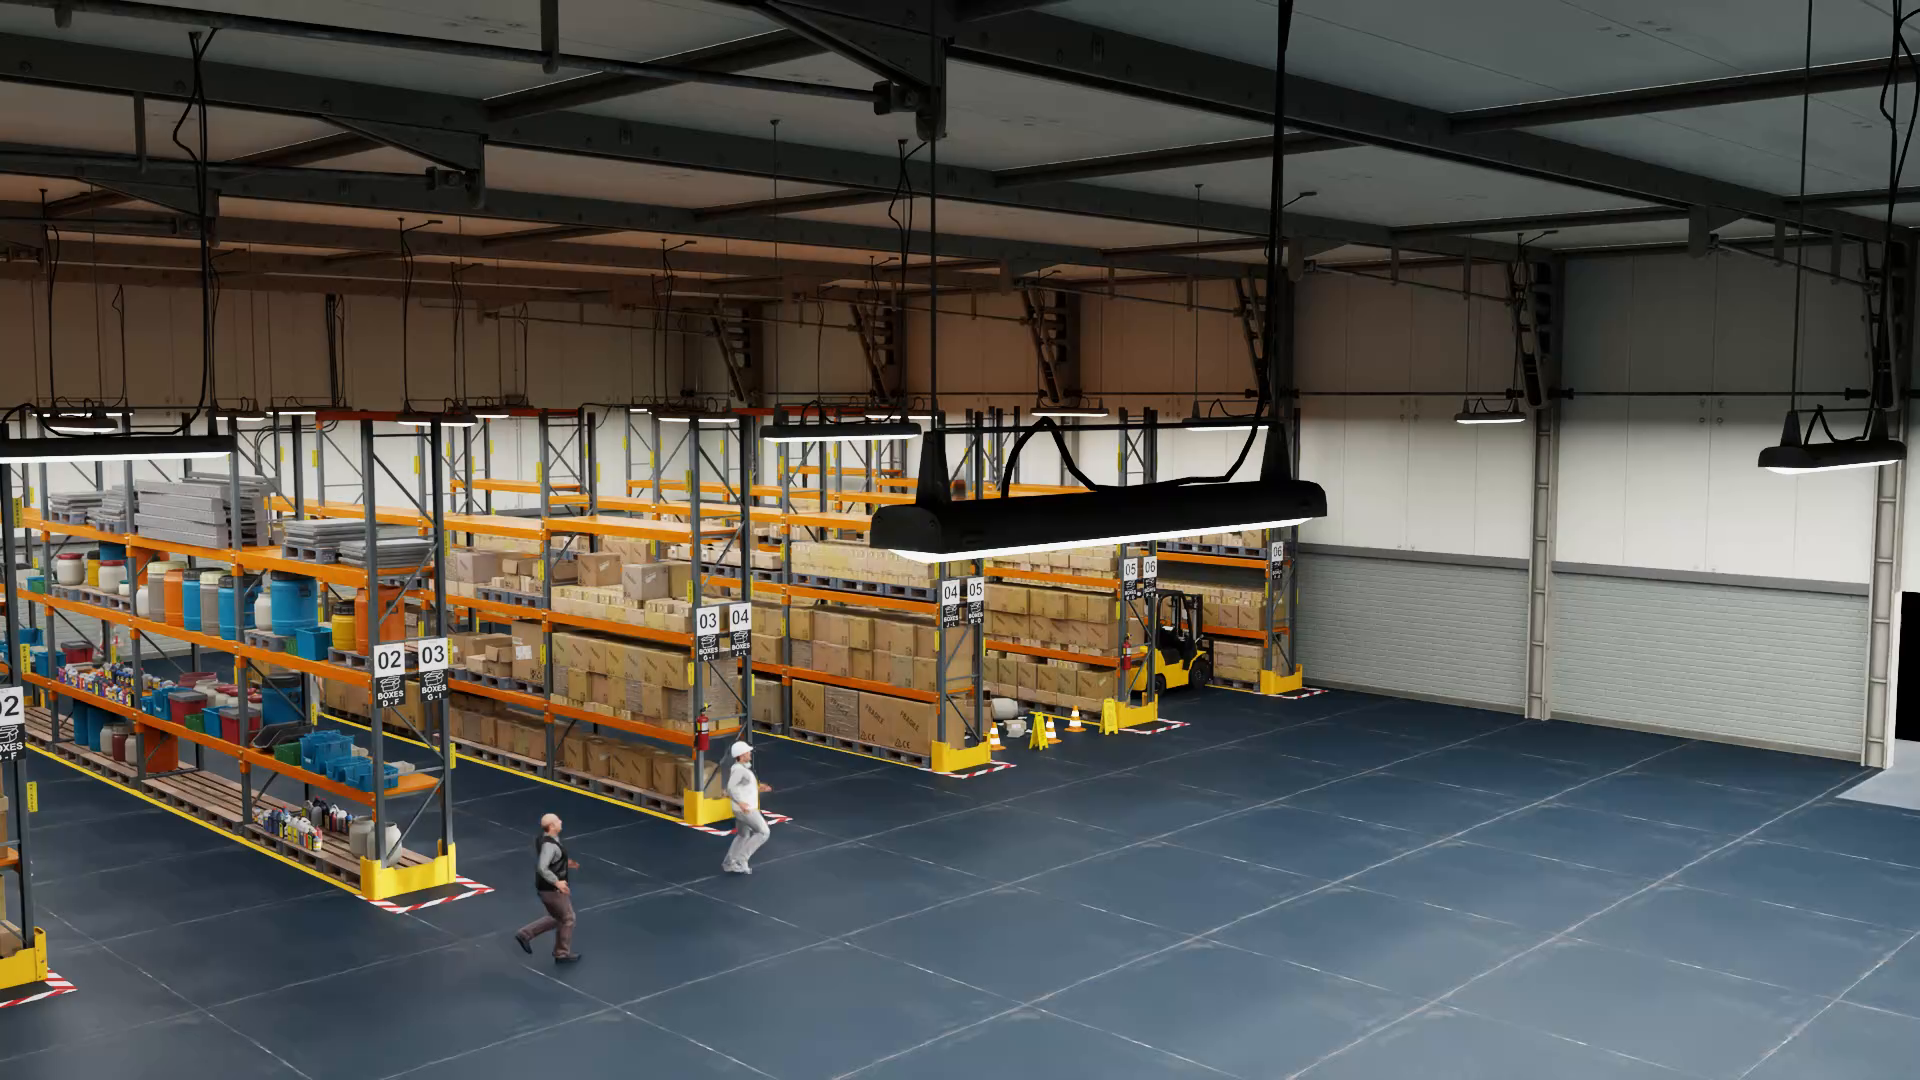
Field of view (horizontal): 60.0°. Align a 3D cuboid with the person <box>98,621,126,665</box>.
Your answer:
[{"bbox_3d":[-17.642,2.398,34.605,0.616,1.732,0.661,-5,7,-44],"label":"person"}]

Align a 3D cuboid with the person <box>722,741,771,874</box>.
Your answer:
[{"bbox_3d":[-2.798,3.512,21.857,0.659,1.740,0.640,-1,5,-16],"label":"person"}]

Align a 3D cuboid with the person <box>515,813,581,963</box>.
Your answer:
[{"bbox_3d":[-4.552,3.859,18.388,0.731,1.688,0.659,-2,5,-22],"label":"person"}]

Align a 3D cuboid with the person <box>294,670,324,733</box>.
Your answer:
[{"bbox_3d":[-11.942,2.830,30.477,0.565,1.630,0.572,-4,7,-39],"label":"person"}]
